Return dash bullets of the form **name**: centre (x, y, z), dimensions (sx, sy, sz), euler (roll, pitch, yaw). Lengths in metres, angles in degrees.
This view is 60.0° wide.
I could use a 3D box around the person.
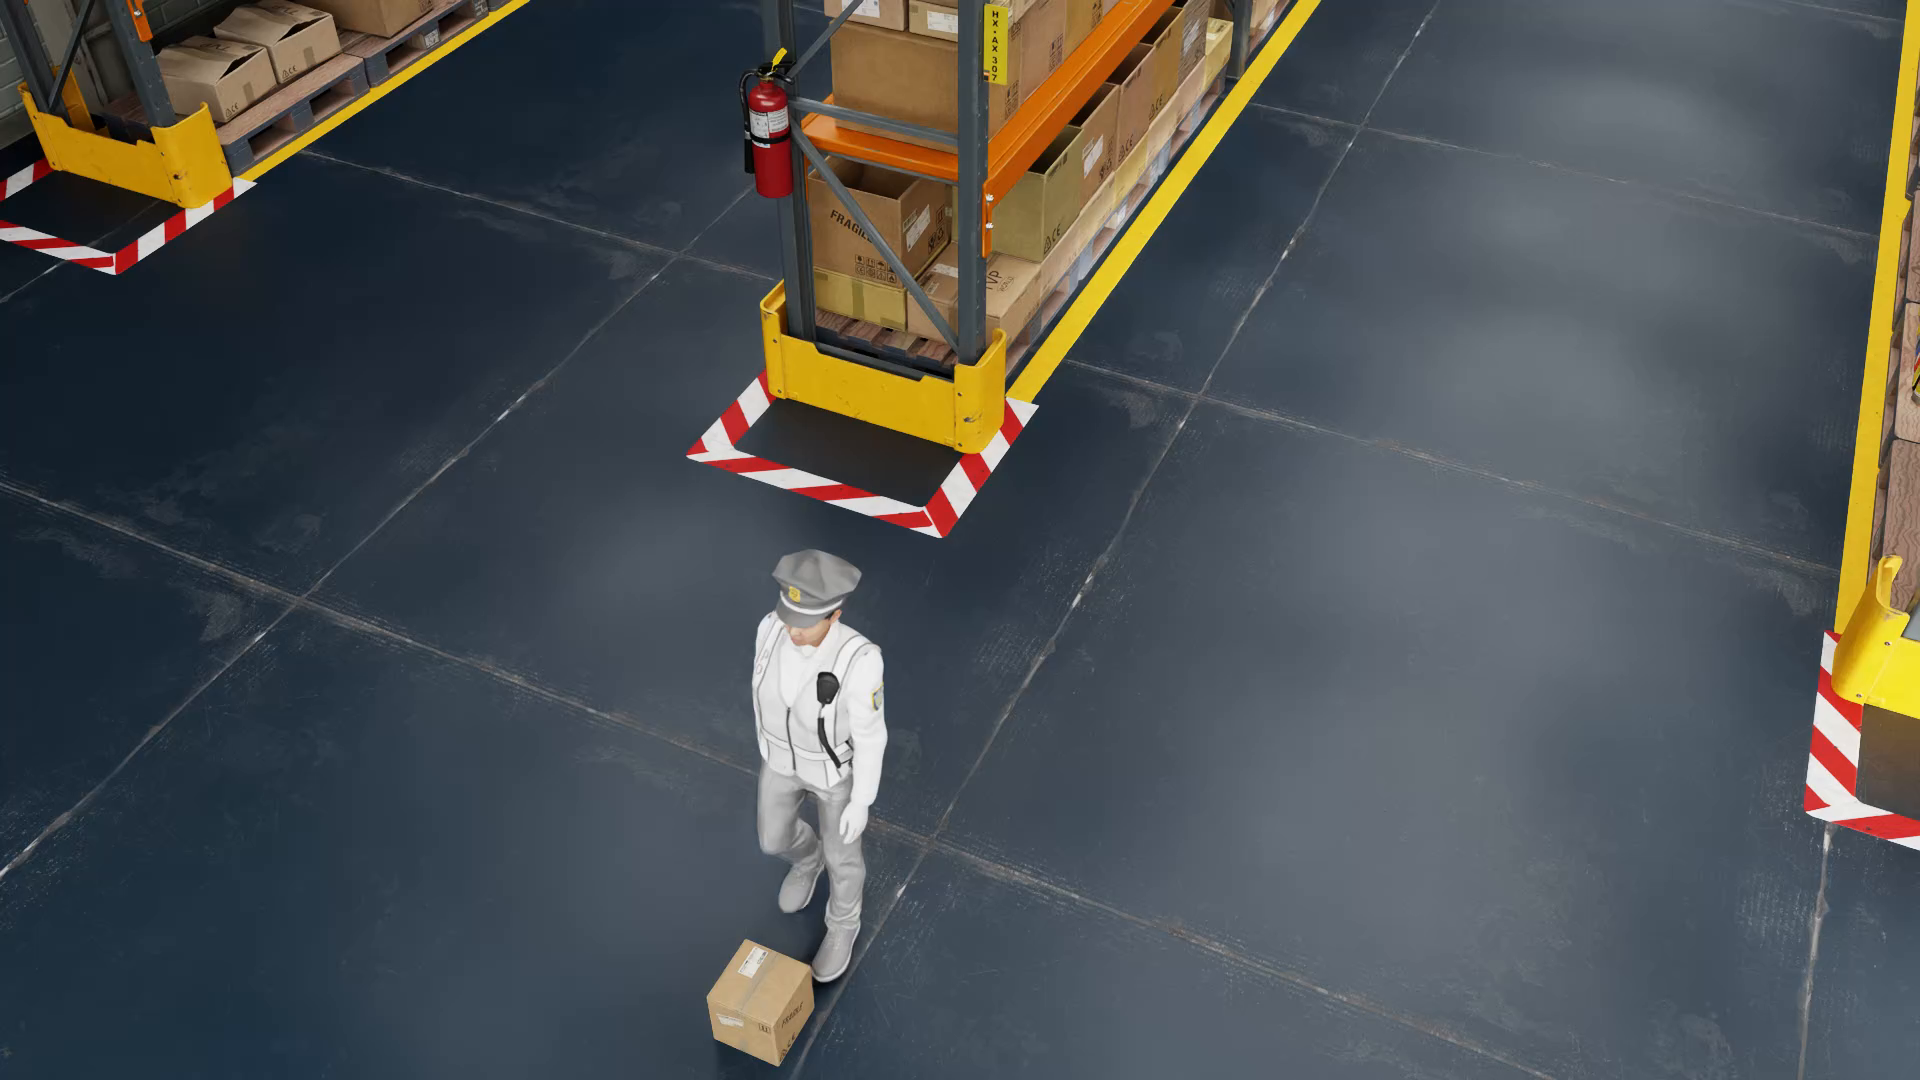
- **person**: centre (-0.468, 0.749, 5.337), dimensions (0.492, 1.720, 0.458), euler (18, 45, 19)
